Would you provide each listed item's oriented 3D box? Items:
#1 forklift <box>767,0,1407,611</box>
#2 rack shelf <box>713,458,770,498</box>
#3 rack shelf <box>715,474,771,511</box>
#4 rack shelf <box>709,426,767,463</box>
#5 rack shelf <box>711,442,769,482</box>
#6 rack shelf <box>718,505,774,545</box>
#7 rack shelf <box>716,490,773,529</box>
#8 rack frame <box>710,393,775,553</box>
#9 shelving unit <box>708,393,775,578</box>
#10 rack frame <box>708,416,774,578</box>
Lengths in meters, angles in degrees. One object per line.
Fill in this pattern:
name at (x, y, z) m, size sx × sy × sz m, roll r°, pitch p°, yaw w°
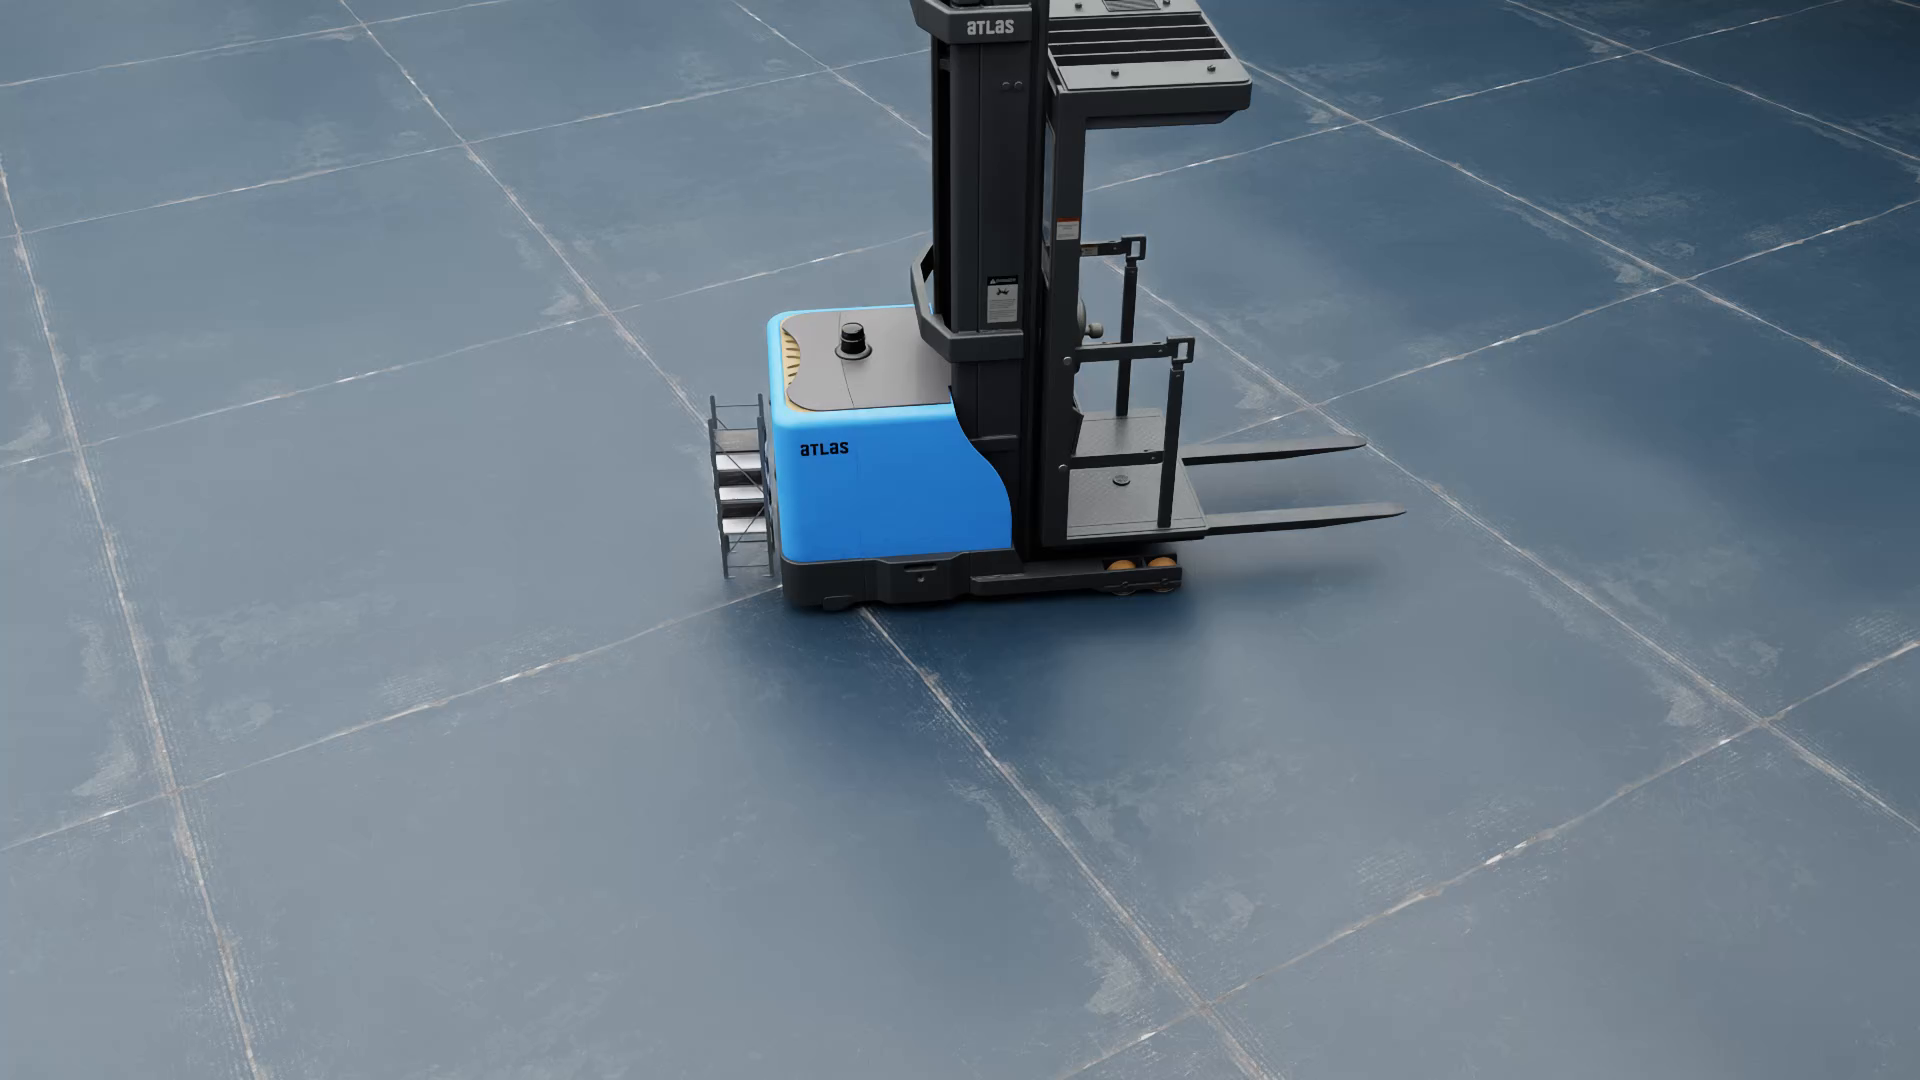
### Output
forklift at (0.624, -1.228, 7.447) m, size 3.031 × 2.935 × 1.130 m, roll -4°, pitch 36°, yaw -6°
rack shelf at (-1.022, -0.292, 7.790) m, size 0.258 × 0.077 × 0.200 m, roll -2°, pitch 36°, yaw -3°
rack shelf at (-1.022, -0.219, 7.843) m, size 0.258 × 0.077 × 0.200 m, roll -2°, pitch 36°, yaw -3°
rack shelf at (-1.022, -0.437, 7.684) m, size 0.258 × 0.077 × 0.200 m, roll -2°, pitch 36°, yaw -3°
rack shelf at (-1.022, -0.364, 7.737) m, size 0.258 × 0.077 × 0.200 m, roll -2°, pitch 36°, yaw -3°
rack shelf at (-1.022, -0.073, 7.949) m, size 0.258 × 0.077 × 0.200 m, roll -2°, pitch 36°, yaw -3°
rack shelf at (-1.022, -0.146, 7.896) m, size 0.258 × 0.077 × 0.200 m, roll -2°, pitch 36°, yaw -3°
rack frame at (-1.029, -0.306, 7.905) m, size 0.240 × 0.900 × 0.006 m, roll -2°, pitch 36°, yaw -3°
shelving unit at (-1.022, -0.246, 7.823) m, size 0.258 × 0.900 × 0.210 m, roll -2°, pitch 36°, yaw -3°
rack frame at (-1.014, -0.186, 7.742) m, size 0.240 × 0.900 × 0.006 m, roll -2°, pitch 36°, yaw -3°
